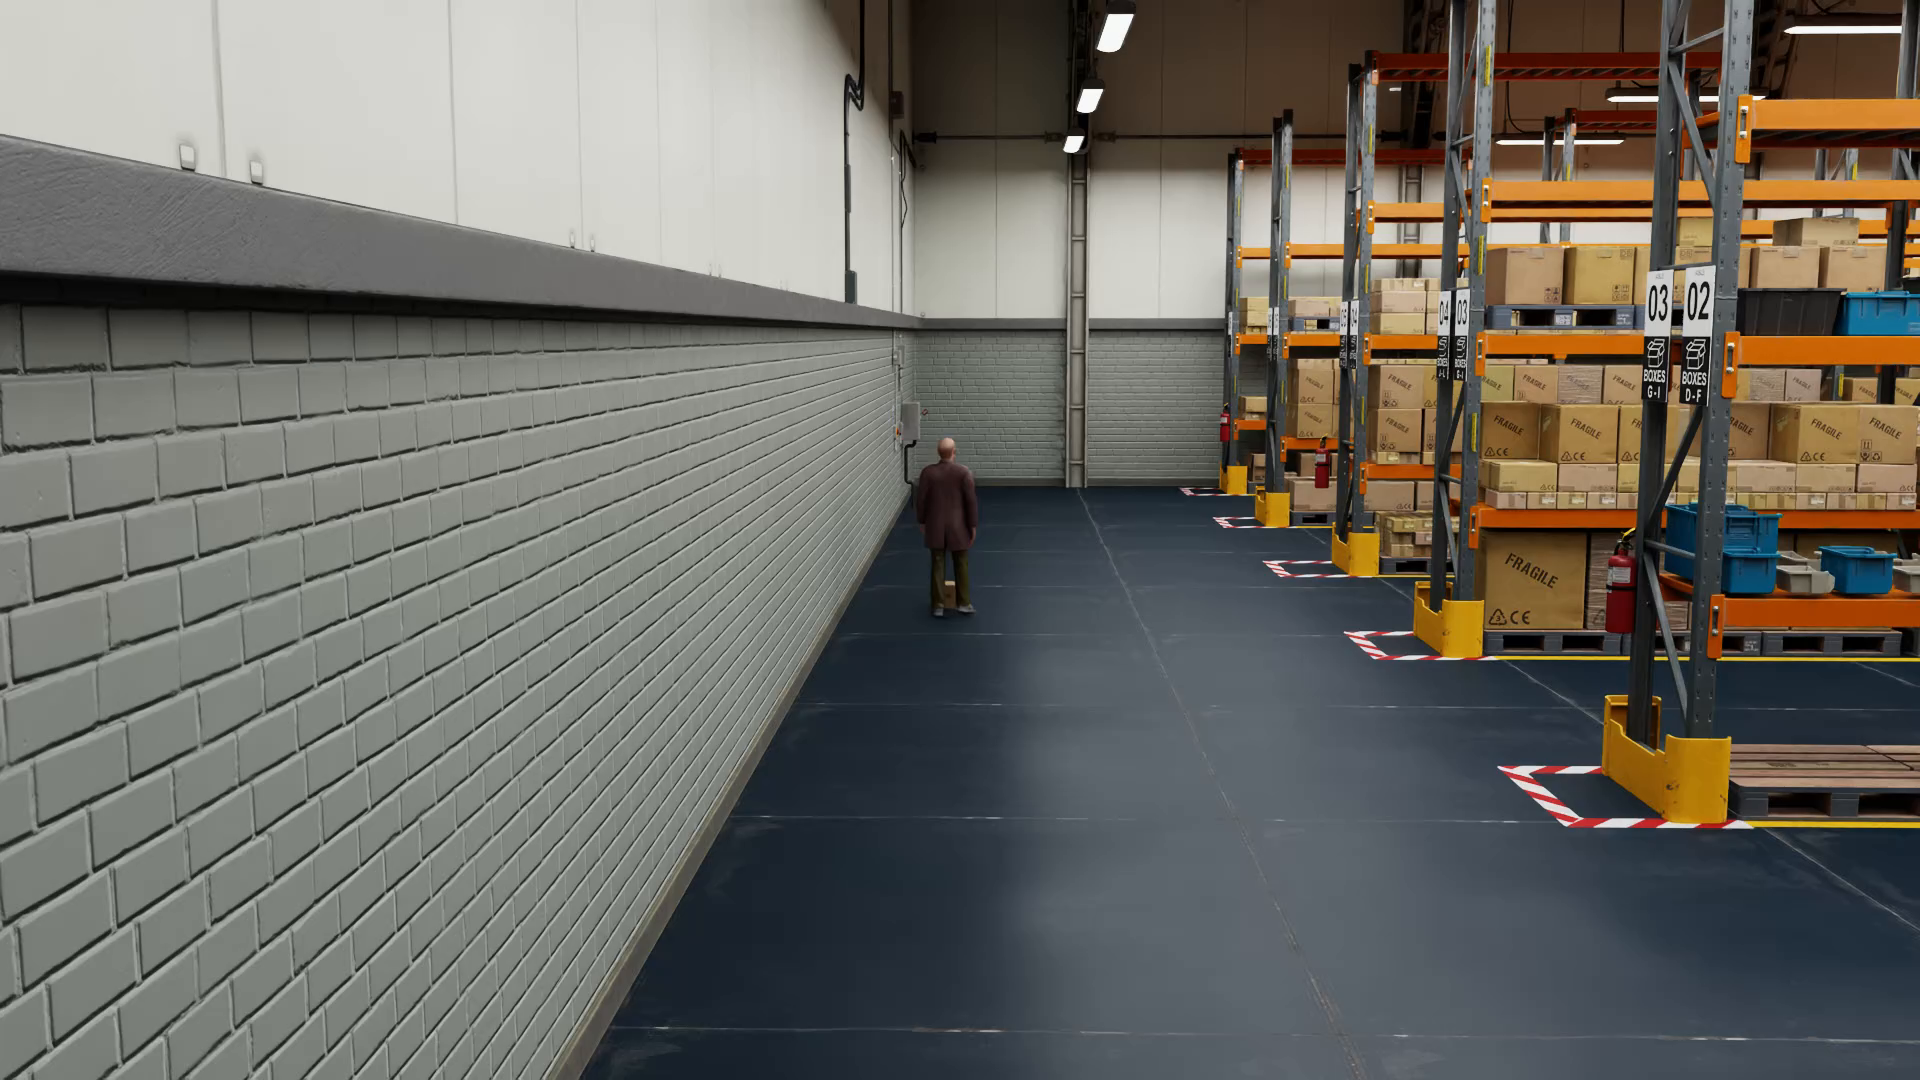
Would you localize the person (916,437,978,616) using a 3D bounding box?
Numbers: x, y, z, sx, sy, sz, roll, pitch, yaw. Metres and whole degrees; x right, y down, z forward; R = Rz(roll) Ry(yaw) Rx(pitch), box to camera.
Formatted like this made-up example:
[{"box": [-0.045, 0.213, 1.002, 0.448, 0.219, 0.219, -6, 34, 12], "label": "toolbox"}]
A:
[{"box": [-0.123, -0.140, 16.717, 0.632, 1.798, 0.558, 1, 7, 5], "label": "person"}]
